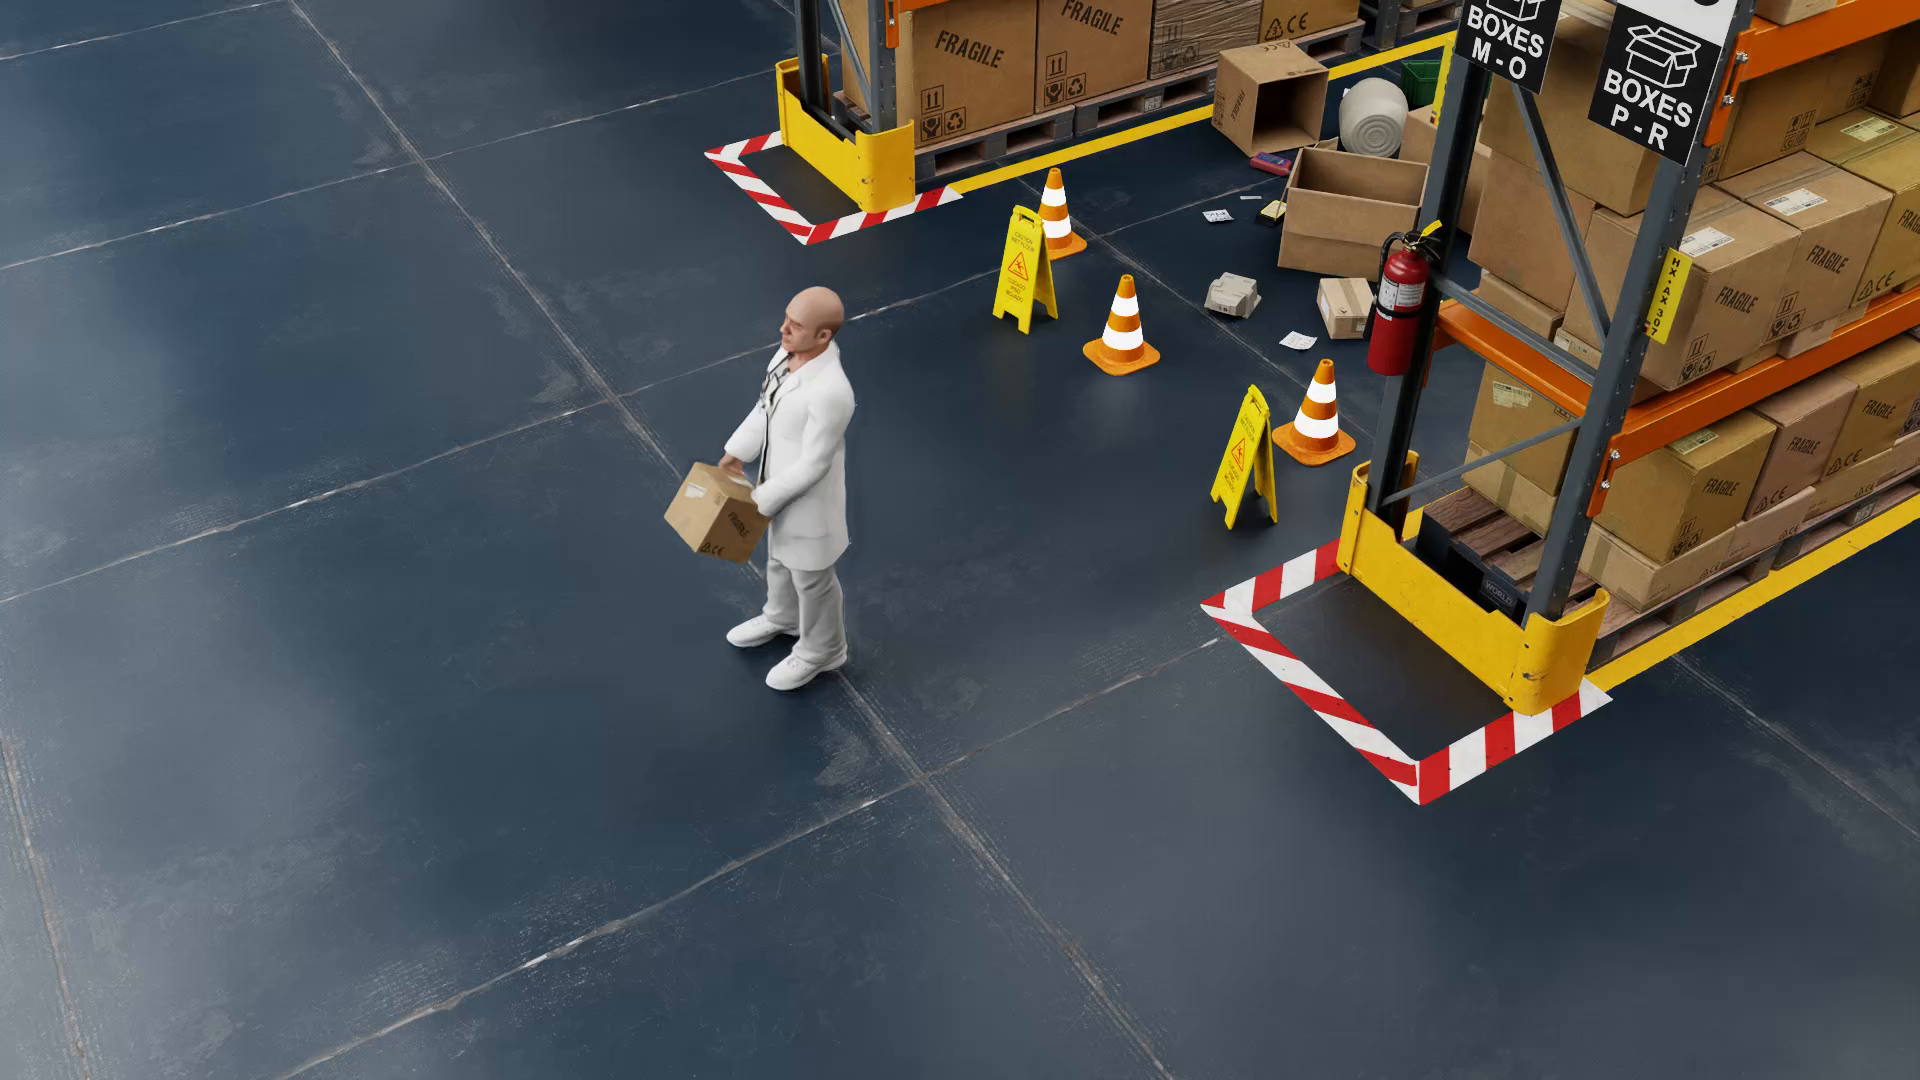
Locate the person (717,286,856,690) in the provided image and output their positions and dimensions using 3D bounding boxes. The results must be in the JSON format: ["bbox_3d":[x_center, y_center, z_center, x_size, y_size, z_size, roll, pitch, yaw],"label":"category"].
[{"bbox_3d":[-0.666,-0.174,6.370,0.528,1.780,0.557,-13,42,-15],"label":"person"}]
